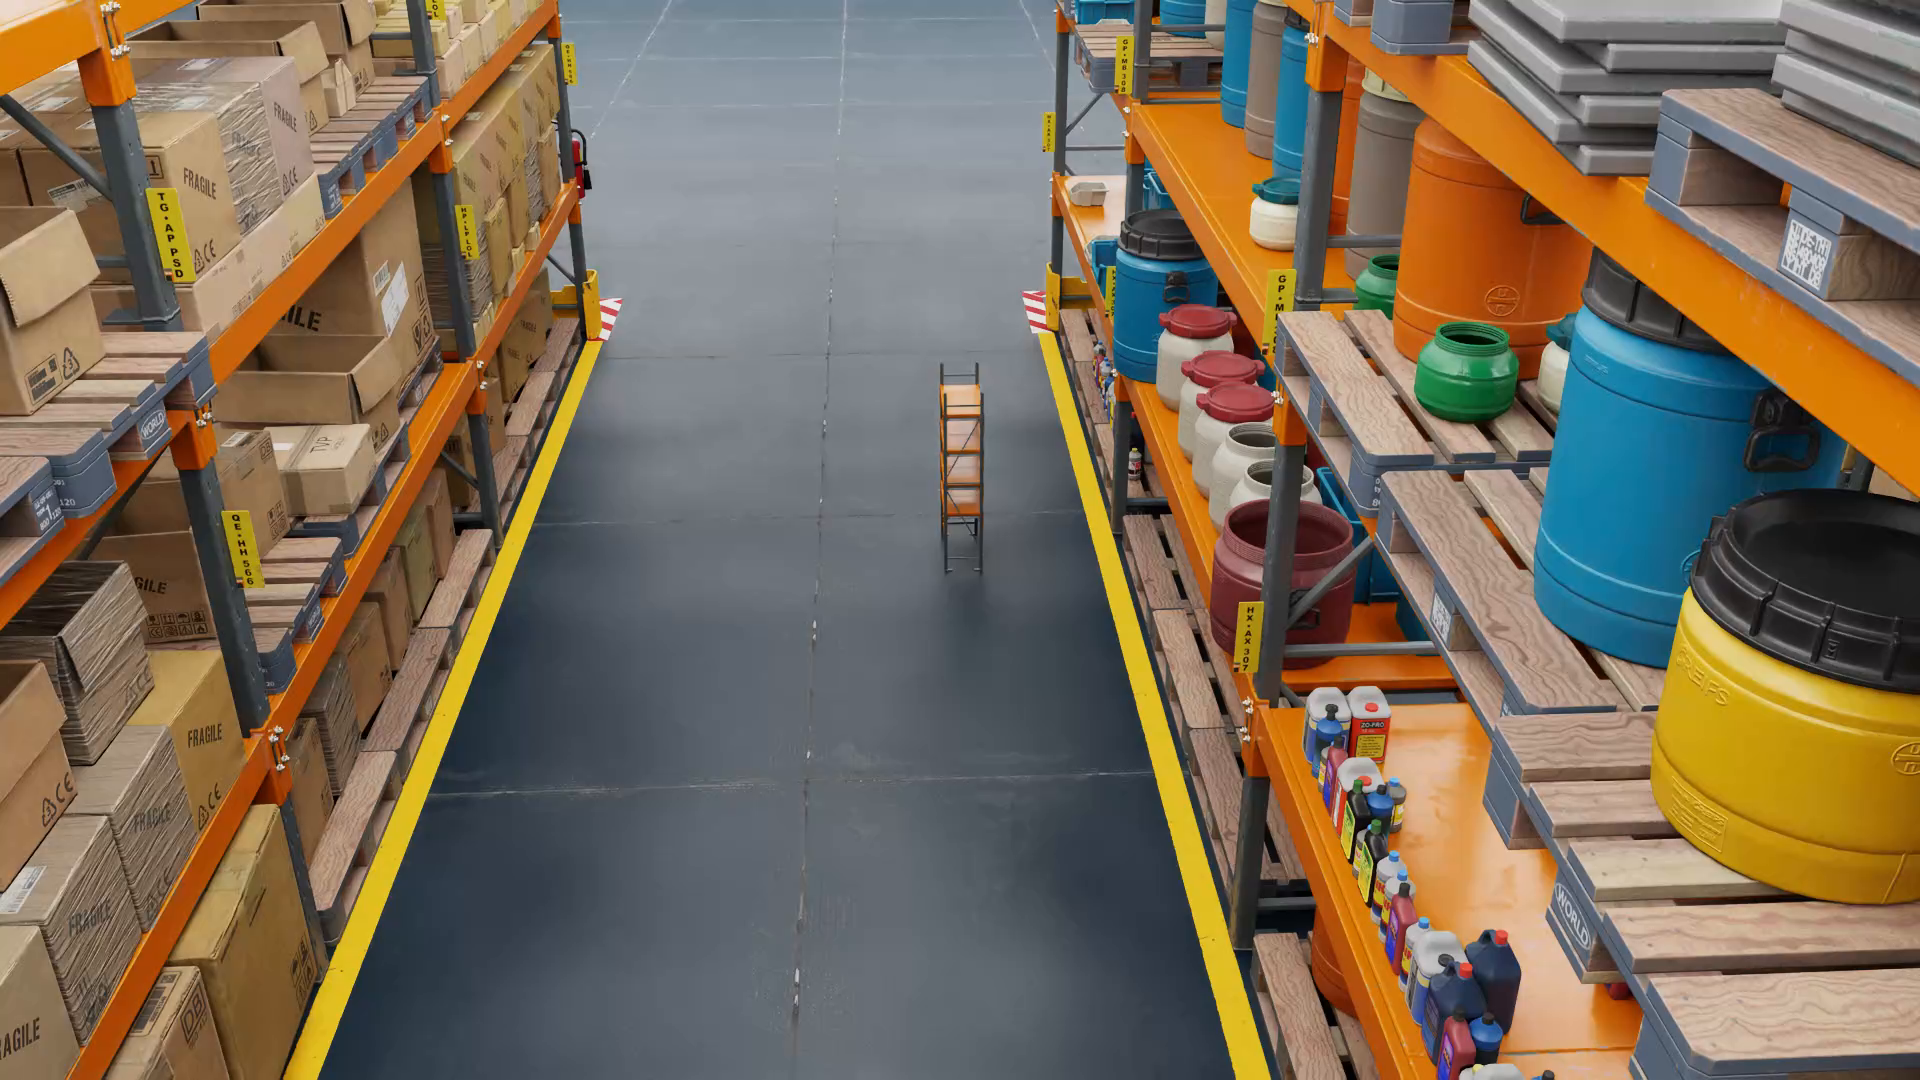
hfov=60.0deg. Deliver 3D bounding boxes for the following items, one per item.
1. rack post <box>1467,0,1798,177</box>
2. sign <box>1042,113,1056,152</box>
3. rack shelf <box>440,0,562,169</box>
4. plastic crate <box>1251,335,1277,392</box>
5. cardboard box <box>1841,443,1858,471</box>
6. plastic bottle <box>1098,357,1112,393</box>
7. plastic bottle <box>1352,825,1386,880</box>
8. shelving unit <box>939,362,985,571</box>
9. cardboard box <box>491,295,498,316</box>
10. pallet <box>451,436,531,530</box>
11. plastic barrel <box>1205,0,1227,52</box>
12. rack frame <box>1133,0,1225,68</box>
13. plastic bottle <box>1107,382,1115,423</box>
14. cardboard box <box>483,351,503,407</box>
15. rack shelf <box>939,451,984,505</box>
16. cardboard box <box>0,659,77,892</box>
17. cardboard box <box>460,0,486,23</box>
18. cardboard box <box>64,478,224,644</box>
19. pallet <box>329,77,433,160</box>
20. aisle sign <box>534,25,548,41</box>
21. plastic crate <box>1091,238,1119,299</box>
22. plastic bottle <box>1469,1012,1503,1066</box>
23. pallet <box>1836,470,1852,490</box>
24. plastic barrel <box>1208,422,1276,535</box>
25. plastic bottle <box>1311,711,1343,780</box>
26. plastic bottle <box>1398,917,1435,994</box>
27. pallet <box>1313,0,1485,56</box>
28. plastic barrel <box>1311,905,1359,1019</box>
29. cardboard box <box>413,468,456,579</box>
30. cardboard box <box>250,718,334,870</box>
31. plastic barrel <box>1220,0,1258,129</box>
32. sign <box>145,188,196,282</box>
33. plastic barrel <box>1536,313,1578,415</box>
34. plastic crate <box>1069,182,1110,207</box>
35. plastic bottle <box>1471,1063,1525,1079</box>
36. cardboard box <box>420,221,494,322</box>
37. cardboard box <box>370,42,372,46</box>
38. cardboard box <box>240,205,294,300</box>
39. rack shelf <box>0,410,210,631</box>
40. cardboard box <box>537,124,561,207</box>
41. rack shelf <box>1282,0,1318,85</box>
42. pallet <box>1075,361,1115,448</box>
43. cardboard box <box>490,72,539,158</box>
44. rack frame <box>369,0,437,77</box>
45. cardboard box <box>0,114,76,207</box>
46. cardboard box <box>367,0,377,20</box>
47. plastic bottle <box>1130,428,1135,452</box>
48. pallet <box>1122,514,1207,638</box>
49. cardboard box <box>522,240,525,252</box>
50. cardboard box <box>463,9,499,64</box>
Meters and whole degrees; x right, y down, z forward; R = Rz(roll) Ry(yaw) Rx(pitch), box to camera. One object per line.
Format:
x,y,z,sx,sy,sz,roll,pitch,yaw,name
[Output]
1.677,-1.077,3.686,0.937,0.300,0.954,1,28,3,rack post
0.734,-3.360,13.711,0.100,0.325,0.005,-1,28,-3,sign
-3.558,-3.216,11.269,1.077,0.370,4.000,-1,28,-3,rack shelf
1.861,-0.892,9.296,0.392,0.384,0.575,-1,28,-3,plastic crate
6.197,-0.695,11.420,0.500,0.250,0.500,-1,28,-3,cardboard box
1.085,-1.231,12.403,0.097,0.271,0.097,0,28,0,plastic bottle
1.411,1.071,5.729,0.097,0.201,0.097,0,28,0,plastic bottle
0.009,-0.456,10.388,0.258,1.200,0.503,-1,28,-3,shelving unit
-3.205,-1.507,10.730,0.380,0.149,0.250,-1,28,-3,cardboard box
-3.524,-0.354,11.263,1.003,0.211,1.213,-1,28,-3,pallet
1.666,-3.170,9.829,0.421,0.512,0.421,0,28,0,plastic barrel
1.492,-4.061,8.867,1.000,3.000,0.127,-1,28,-3,rack frame
1.139,-0.992,11.940,0.152,0.276,0.135,-1,28,-2,plastic bottle
-3.583,-1.094,11.915,0.500,0.500,0.500,-4,28,-7,cardboard box
0.009,-0.396,10.419,0.258,0.148,0.480,-1,28,-3,rack shelf
-3.192,0.716,5.003,0.797,0.503,0.637,-1,28,-1,cardboard box
-3.221,-3.364,10.505,0.380,0.149,0.250,-2,28,-4,cardboard box
-3.313,0.087,6.840,0.500,0.500,0.500,-5,28,-9,cardboard box
-3.528,-2.240,8.824,1.213,0.211,1.003,-1,28,-3,pallet
-3.366,-4.317,13.035,0.394,0.787,0.004,-1,28,-3,aisle sign
1.163,-1.840,11.257,0.499,0.251,0.616,-1,28,-3,plastic crate
1.523,1.489,4.852,0.097,0.271,0.097,0,28,0,plastic bottle
6.439,-0.651,11.832,1.003,0.211,1.213,-1,28,-3,pallet
1.412,-0.268,7.961,0.421,0.512,0.421,0,28,0,plastic barrel
1.380,0.765,6.241,0.097,0.271,0.097,0,28,0,plastic bottle
1.440,1.298,5.218,0.097,0.271,0.097,0,28,0,plastic bottle
1.708,-1.619,4.822,1.213,0.211,1.003,-1,28,-3,pallet
1.744,1.448,6.685,0.600,0.830,0.708,-1,28,-3,plastic barrel
-3.443,-0.084,9.957,0.700,0.500,0.500,-3,28,-7,cardboard box
-3.300,1.170,7.552,0.700,0.500,0.500,-3,28,-5,cardboard box
1.736,-2.724,9.005,0.600,0.901,0.708,-1,28,-3,plastic barrel
-2.690,-1.038,5.671,0.100,0.325,0.005,-1,28,-3,sign
1.904,-0.517,5.012,0.301,0.262,0.301,0,28,0,plastic barrel
1.009,-2.710,13.050,0.298,0.136,0.250,-1,28,-3,plastic crate
1.502,1.603,4.628,0.152,0.276,0.135,-1,28,-3,plastic bottle
-3.416,-1.667,10.335,0.875,0.500,0.500,-1,28,-3,cardboard box
-3.738,-2.749,9.758,0.500,0.250,0.500,0,28,-1,cardboard box
-3.042,-1.158,6.707,0.500,0.250,0.500,-1,28,-1,cardboard box
-3.141,0.478,4.186,1.077,0.370,4.000,-1,28,-3,rack shelf
-3.515,-2.822,12.550,0.875,0.500,0.500,-1,28,-3,cardboard box
1.597,-2.641,7.355,1.077,0.370,4.000,-1,28,-3,rack shelf
1.432,-1.041,12.579,1.003,0.211,1.213,-1,28,-3,pallet
-3.332,-3.038,11.883,0.500,0.500,0.500,-1,28,-3,cardboard box
-3.454,-3.941,8.638,1.000,3.000,0.127,-1,28,-3,rack frame
-3.520,-1.245,6.062,0.500,0.500,0.500,-1,28,-1,cardboard box
-3.822,-3.231,10.251,0.380,0.149,0.250,-2,28,-4,cardboard box
1.138,-0.606,11.192,0.061,0.283,0.133,0,28,0,plastic bottle
1.572,0.197,10.206,1.003,0.211,1.213,-1,28,-3,pallet
-3.315,-2.083,11.835,0.380,0.149,0.250,-1,28,-3,cardboard box
-3.270,-3.233,10.685,0.500,0.250,0.500,-2,28,-5,cardboard box
